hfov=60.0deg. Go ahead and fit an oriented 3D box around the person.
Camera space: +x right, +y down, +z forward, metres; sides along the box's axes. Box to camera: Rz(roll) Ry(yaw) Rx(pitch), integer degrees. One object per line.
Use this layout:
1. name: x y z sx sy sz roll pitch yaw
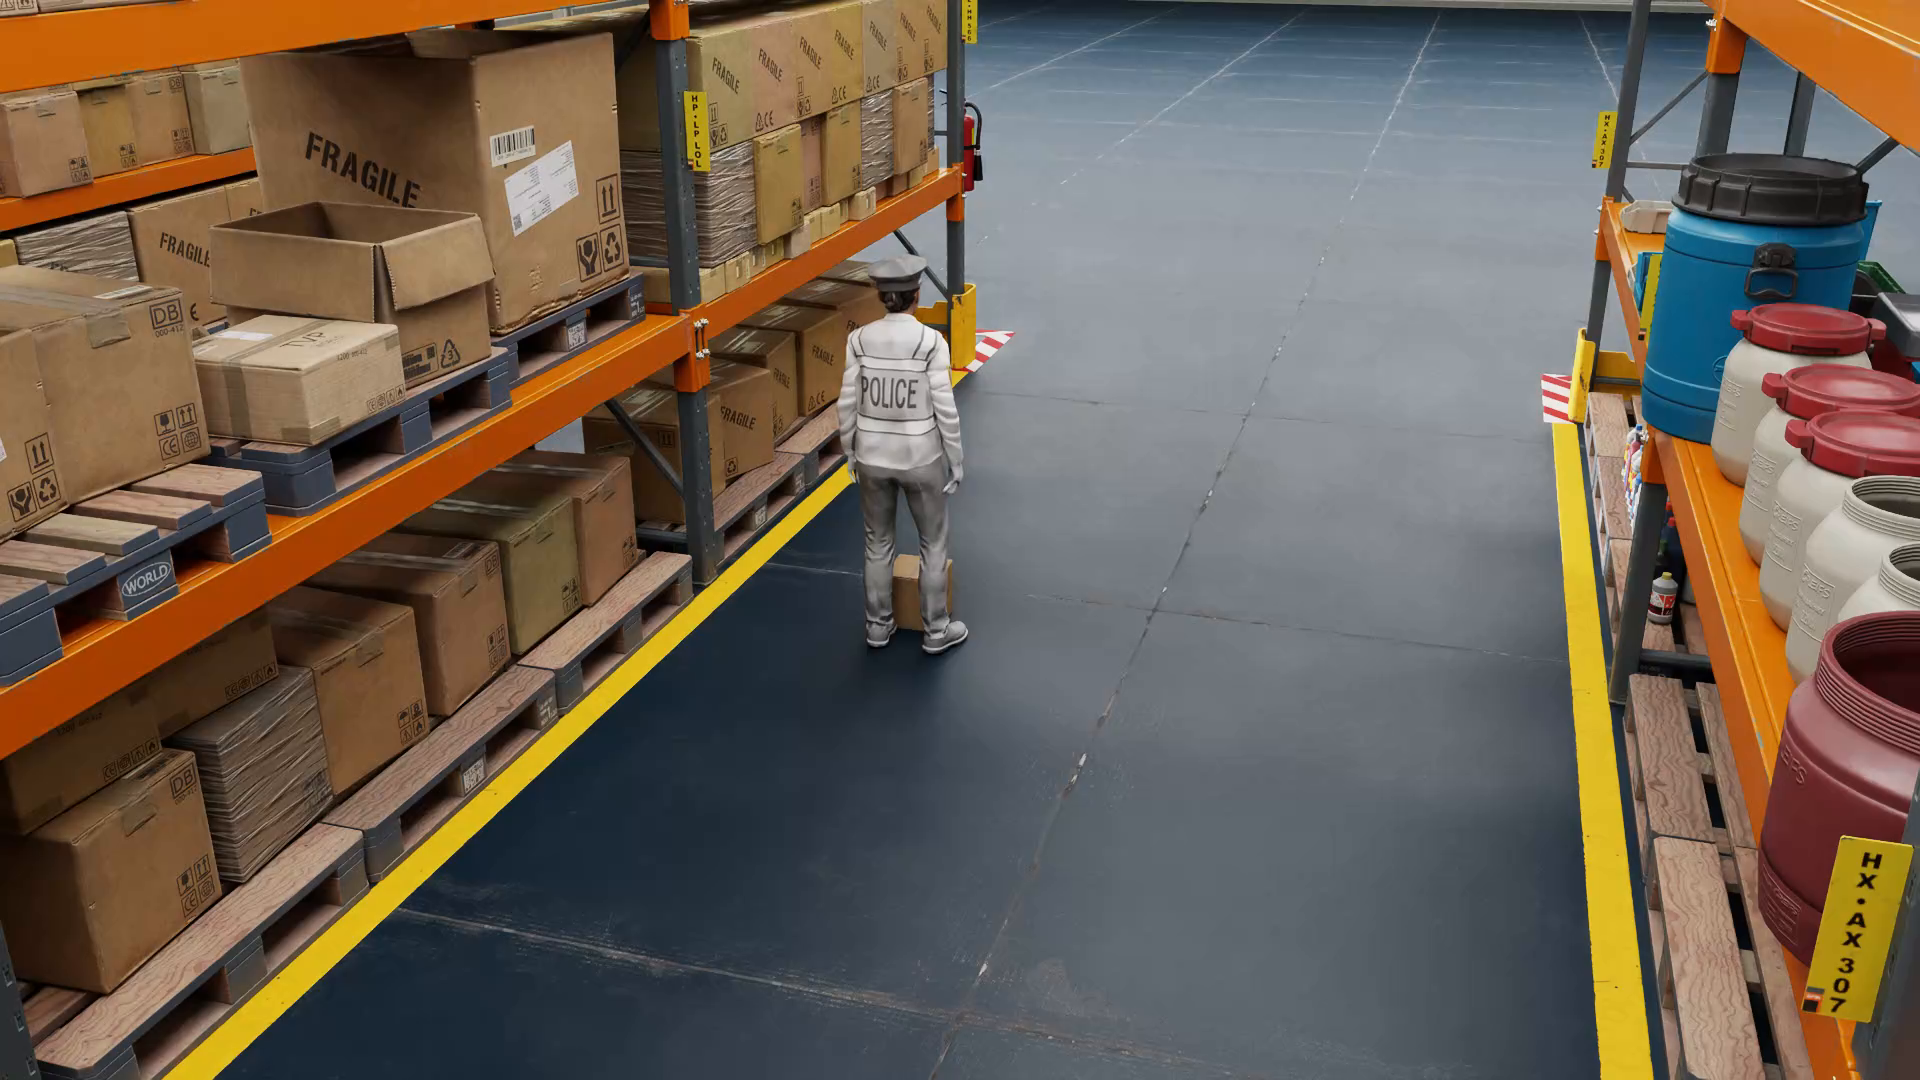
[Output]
1. person: -0.241 -0.330 6.897 0.526 1.663 0.374 6 23 15
